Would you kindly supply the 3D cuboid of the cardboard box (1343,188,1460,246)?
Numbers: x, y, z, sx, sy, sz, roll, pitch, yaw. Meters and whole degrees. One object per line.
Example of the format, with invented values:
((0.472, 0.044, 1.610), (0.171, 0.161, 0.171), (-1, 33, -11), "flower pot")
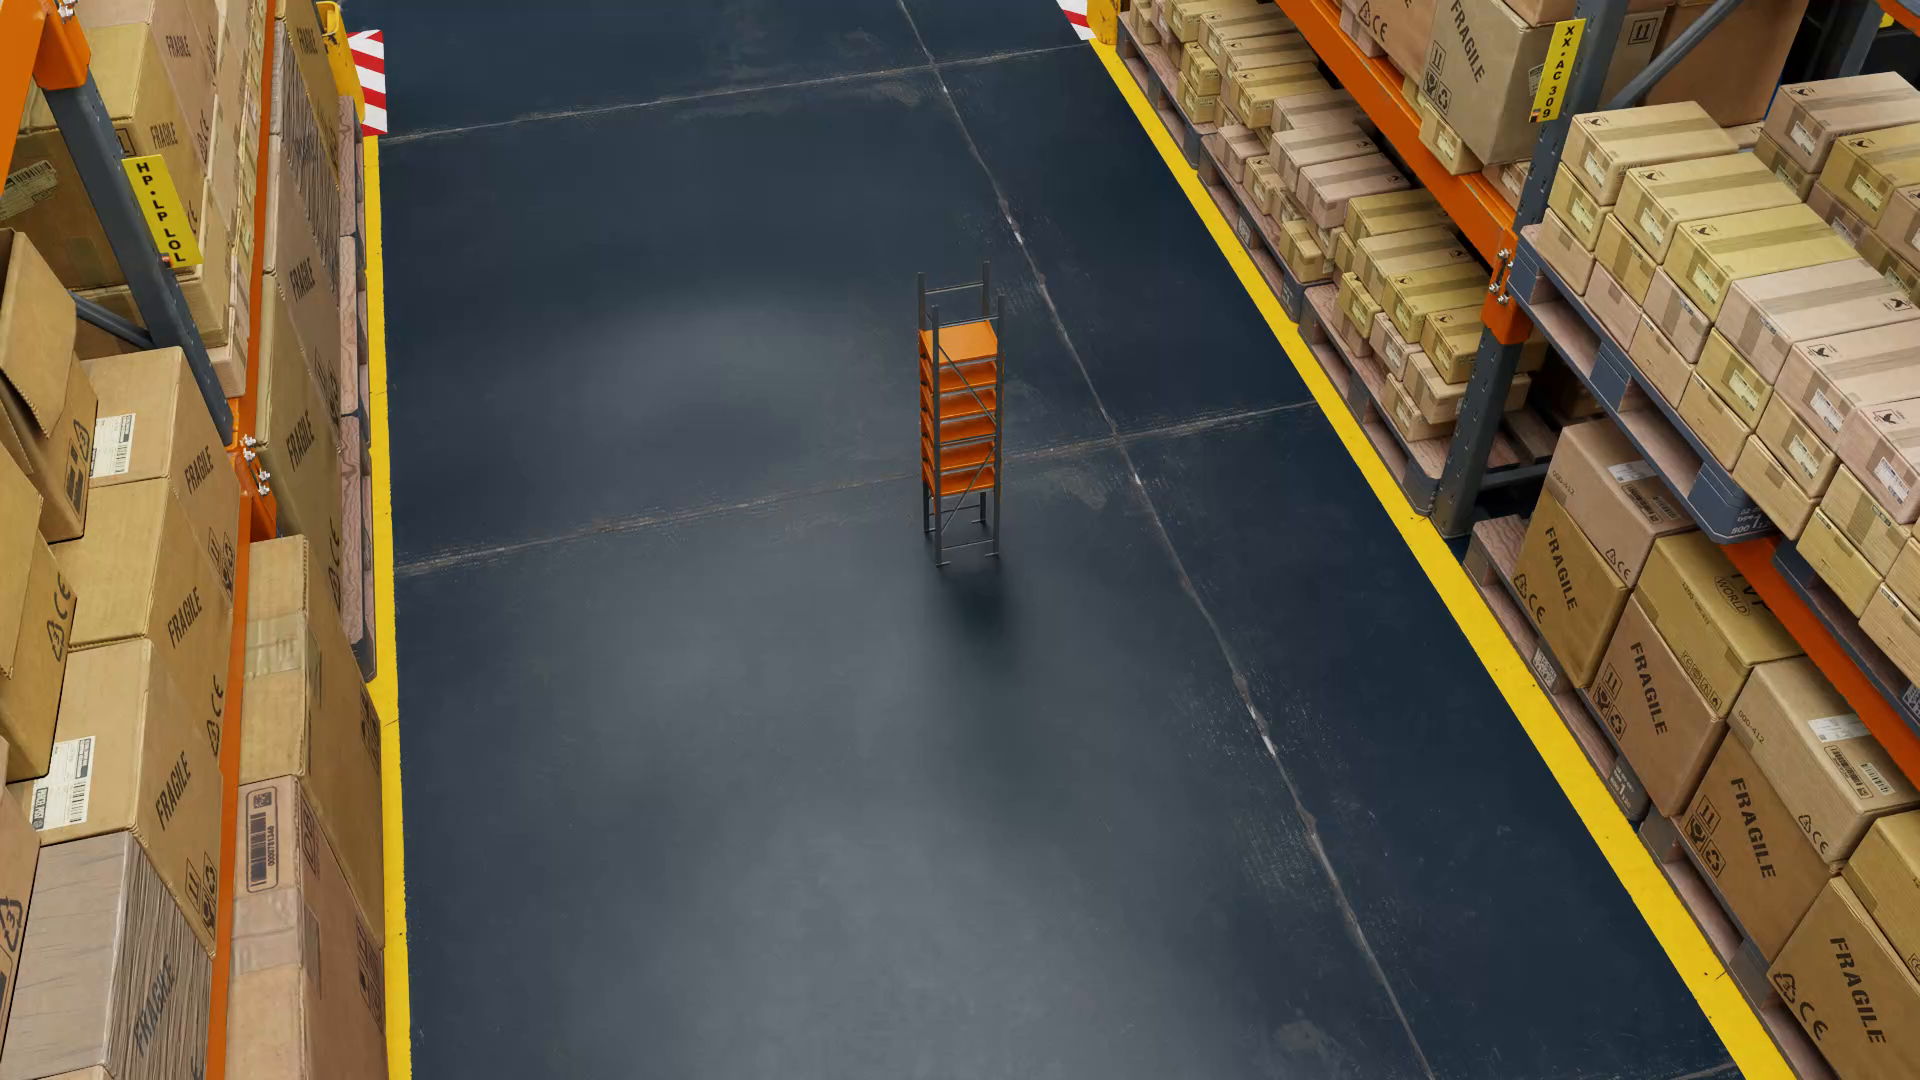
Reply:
((1.774, -1.268, 6.678), (0.380, 0.149, 0.250), (-9, 46, -9), "cardboard box")

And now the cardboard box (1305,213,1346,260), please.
((1.674, -1.322, 6.939), (0.380, 0.149, 0.250), (-10, 46, -9), "cardboard box")

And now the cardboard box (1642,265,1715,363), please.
((2.073, -0.630, 4.441), (0.380, 0.149, 0.250), (-10, 46, -9), "cardboard box")

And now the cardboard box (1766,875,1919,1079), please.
((2.605, 1.182, 4.448), (0.500, 0.500, 0.500), (-13, 47, -12), "cardboard box")

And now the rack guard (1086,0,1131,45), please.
((1.278, -3.014, 8.854), (1.175, 0.500, 0.348), (-11, 47, -10), "rack guard")

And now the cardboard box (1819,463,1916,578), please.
((2.279, -0.082, 3.904), (0.380, 0.149, 0.250), (-11, 47, -11), "cardboard box")

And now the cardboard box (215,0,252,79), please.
((-2.784, -1.809, 5.820), (0.500, 0.250, 0.500), (-11, 47, -10), "cardboard box")

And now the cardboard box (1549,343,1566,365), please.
((2.395, -0.813, 6.232), (0.380, 0.149, 0.250), (-9, 46, -9), "cardboard box")

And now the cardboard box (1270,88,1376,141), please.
((1.577, -1.814, 7.213), (0.380, 0.149, 0.250), (-11, 47, -10), "cardboard box")

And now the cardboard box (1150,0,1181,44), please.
((1.160, -2.587, 8.178), (0.380, 0.149, 0.250), (-11, 47, -11), "cardboard box")

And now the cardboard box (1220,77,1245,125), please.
((1.429, -2.071, 7.673), (0.380, 0.149, 0.250), (-13, 47, -12), "cardboard box")

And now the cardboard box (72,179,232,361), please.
((-2.405, -0.767, 4.798), (0.500, 0.250, 0.500), (-11, 47, -11), "cardboard box")

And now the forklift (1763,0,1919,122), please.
((4.257, -2.411, 6.560), (1.130, 2.935, 3.031), (-10, 46, -9), "forklift")

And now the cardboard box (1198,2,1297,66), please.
((1.335, -2.353, 7.741), (0.380, 0.149, 0.250), (-13, 47, -12), "cardboard box")

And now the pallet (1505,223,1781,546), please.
((2.338, -0.558, 4.831), (1.003, 0.211, 1.213), (-11, 47, -10), "pallet")

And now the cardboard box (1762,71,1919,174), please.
((2.574, -1.206, 4.797), (0.380, 0.149, 0.250), (-9, 46, -8), "cardboard box")

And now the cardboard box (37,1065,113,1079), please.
((-1.644, 1.290, 2.816), (0.500, 0.500, 0.500), (-11, 47, -11), "cardboard box")

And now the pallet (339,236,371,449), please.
((-2.973, -0.750, 6.837), (1.003, 0.211, 1.213), (-11, 47, -10), "pallet")

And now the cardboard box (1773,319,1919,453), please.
((2.207, -0.373, 3.980), (0.380, 0.149, 0.250), (-11, 47, -11), "cardboard box")

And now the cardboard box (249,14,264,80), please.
((-2.762, -1.775, 6.066), (0.380, 0.149, 0.250), (-10, 46, -10), "cardboard box")

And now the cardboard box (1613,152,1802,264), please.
((2.016, -0.900, 4.497), (0.380, 0.149, 0.250), (-10, 46, -9), "cardboard box")

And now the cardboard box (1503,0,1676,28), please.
((1.901, -1.944, 5.077), (0.500, 0.500, 0.500), (-12, 47, -12), "cardboard box")

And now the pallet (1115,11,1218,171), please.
((1.452, -2.346, 8.401), (1.003, 0.211, 1.213), (-11, 47, -10), "pallet")

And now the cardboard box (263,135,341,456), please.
((-2.860, -0.838, 6.164), (0.875, 0.875, 0.875), (-11, 47, -10), "cardboard box")

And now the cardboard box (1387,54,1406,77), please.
((1.801, -1.790, 6.080), (0.380, 0.149, 0.250), (-12, 47, -11), "cardboard box")

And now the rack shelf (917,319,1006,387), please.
((0.004, -0.631, 5.586), (0.258, 0.103, 0.180), (-11, 47, -10), "rack shelf")

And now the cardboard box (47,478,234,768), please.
((-2.034, 0.238, 3.846), (0.500, 0.500, 0.500), (-9, 46, -9), "cardboard box")

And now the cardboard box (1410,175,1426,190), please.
((2.136, -1.443, 7.058), (0.380, 0.149, 0.250), (-9, 46, -8), "cardboard box")

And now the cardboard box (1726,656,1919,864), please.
((2.481, 0.564, 4.528), (0.500, 0.250, 0.500), (-9, 46, -9), "cardboard box")

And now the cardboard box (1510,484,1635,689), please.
((2.215, 0.107, 5.501), (0.500, 0.500, 0.500), (-9, 46, -9), "cardboard box")

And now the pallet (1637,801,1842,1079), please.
((2.799, 1.177, 4.948), (1.003, 0.211, 1.213), (-11, 47, -10), "pallet")

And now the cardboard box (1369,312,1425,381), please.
((1.813, -0.777, 6.405), (0.380, 0.149, 0.250), (-13, 47, -12), "cardboard box")

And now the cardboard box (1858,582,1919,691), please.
((2.340, 0.192, 3.843), (0.380, 0.149, 0.250), (-13, 47, -12), "cardboard box")

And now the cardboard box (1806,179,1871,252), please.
((2.644, -0.923, 4.728), (0.380, 0.149, 0.250), (-10, 46, -10), "cardboard box")

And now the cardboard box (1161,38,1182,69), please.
((1.229, -2.505, 8.306), (0.380, 0.149, 0.250), (-11, 47, -10), "cardboard box")

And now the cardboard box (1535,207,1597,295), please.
((1.939, -0.883, 4.897), (0.380, 0.149, 0.250), (-13, 47, -12), "cardboard box")

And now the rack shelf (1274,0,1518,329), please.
((1.770, -2.309, 6.916), (1.077, 0.370, 4.000), (-11, 47, -10), "rack shelf")

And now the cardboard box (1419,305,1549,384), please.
((1.940, -0.735, 6.156), (0.380, 0.149, 0.250), (-9, 46, -9), "cardboard box")

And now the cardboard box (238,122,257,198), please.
((-2.562, -1.241, 5.542), (0.380, 0.149, 0.250), (-11, 47, -11), "cardboard box")

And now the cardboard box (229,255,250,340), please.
((-2.360, -0.701, 5.013), (0.380, 0.149, 0.250), (-12, 47, -12), "cardboard box")

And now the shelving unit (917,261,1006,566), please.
((0.004, -0.410, 5.812), (0.258, 1.200, 0.189), (-11, 47, -10), "shelving unit")

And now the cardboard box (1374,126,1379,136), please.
((1.997, -1.988, 7.592), (0.380, 0.149, 0.250), (-9, 46, -8), "cardboard box")

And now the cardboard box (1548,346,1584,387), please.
((2.499, -0.742, 6.371), (0.380, 0.149, 0.250), (-9, 46, -8), "cardboard box")

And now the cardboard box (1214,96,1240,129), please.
((1.416, -1.979, 7.791), (0.380, 0.149, 0.250), (-11, 47, -10), "cardboard box")

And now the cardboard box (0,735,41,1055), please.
((-2.028, 0.613, 2.777), (0.797, 0.503, 0.637), (-9, 46, -9), "cardboard box")

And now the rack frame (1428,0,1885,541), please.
((2.282, -1.180, 5.306), (1.000, 3.000, 0.127), (-11, 47, -10), "rack frame")

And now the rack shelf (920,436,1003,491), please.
((0.004, -0.295, 5.929), (0.258, 0.103, 0.180), (-11, 47, -10), "rack shelf")

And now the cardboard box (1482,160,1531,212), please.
((1.983, -1.246, 5.547), (0.380, 0.149, 0.250), (-11, 47, -11), "cardboard box")

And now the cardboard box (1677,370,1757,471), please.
((2.139, -0.346, 4.370), (0.380, 0.149, 0.250), (-10, 46, -10), "cardboard box")

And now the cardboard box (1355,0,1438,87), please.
((1.754, -1.960, 5.792), (0.500, 0.500, 0.500), (-12, 47, -11), "cardboard box")

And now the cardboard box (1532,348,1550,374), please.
((2.432, -0.823, 6.658), (0.380, 0.149, 0.250), (-9, 46, -9), "cardboard box")

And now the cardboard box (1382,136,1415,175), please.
((2.044, -1.719, 7.120), (0.380, 0.149, 0.250), (-12, 47, -12), "cardboard box")

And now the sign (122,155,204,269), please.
((-2.016, -0.826, 4.204), (0.100, 0.325, 0.005), (-11, 47, -10), "sign")

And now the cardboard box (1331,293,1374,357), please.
((1.737, -0.903, 6.737), (0.380, 0.149, 0.250), (-12, 47, -12), "cardboard box")

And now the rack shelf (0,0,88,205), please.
((-2.026, 0.240, 2.318), (1.077, 0.370, 4.000), (-11, 47, -10), "rack shelf")

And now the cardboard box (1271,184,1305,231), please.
((1.586, -1.444, 7.267), (0.380, 0.149, 0.250), (-10, 46, -10), "cardboard box")

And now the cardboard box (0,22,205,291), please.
((-2.414, -1.034, 4.535), (0.500, 0.500, 0.500), (-11, 47, -10), "cardboard box")
